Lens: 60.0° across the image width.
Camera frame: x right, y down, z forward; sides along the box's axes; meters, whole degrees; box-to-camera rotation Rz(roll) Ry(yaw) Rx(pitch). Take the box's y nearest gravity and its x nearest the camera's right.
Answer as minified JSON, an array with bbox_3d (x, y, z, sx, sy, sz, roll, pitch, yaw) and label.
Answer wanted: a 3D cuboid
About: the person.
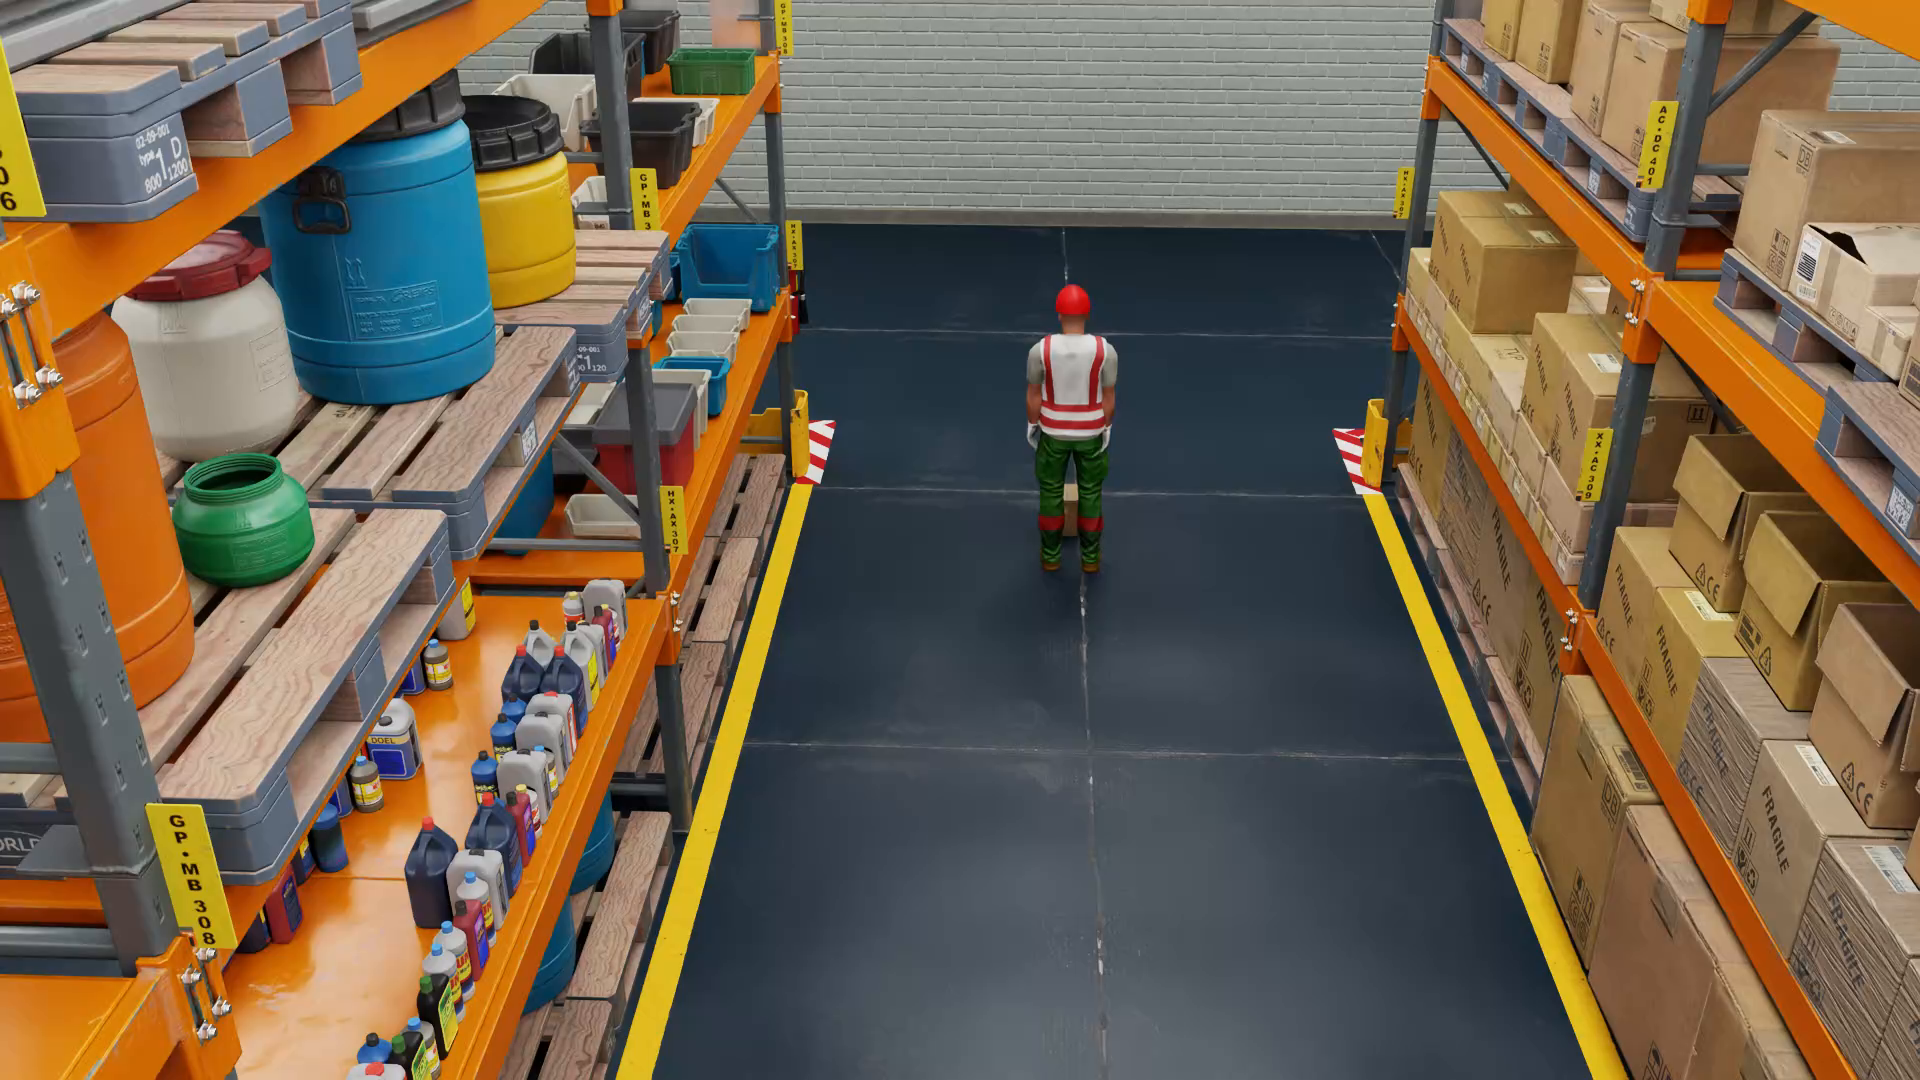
[{"bbox_3d":[0.650,-0.647,9.836,0.526,1.781,0.343,2,28,3],"label":"person"}]
